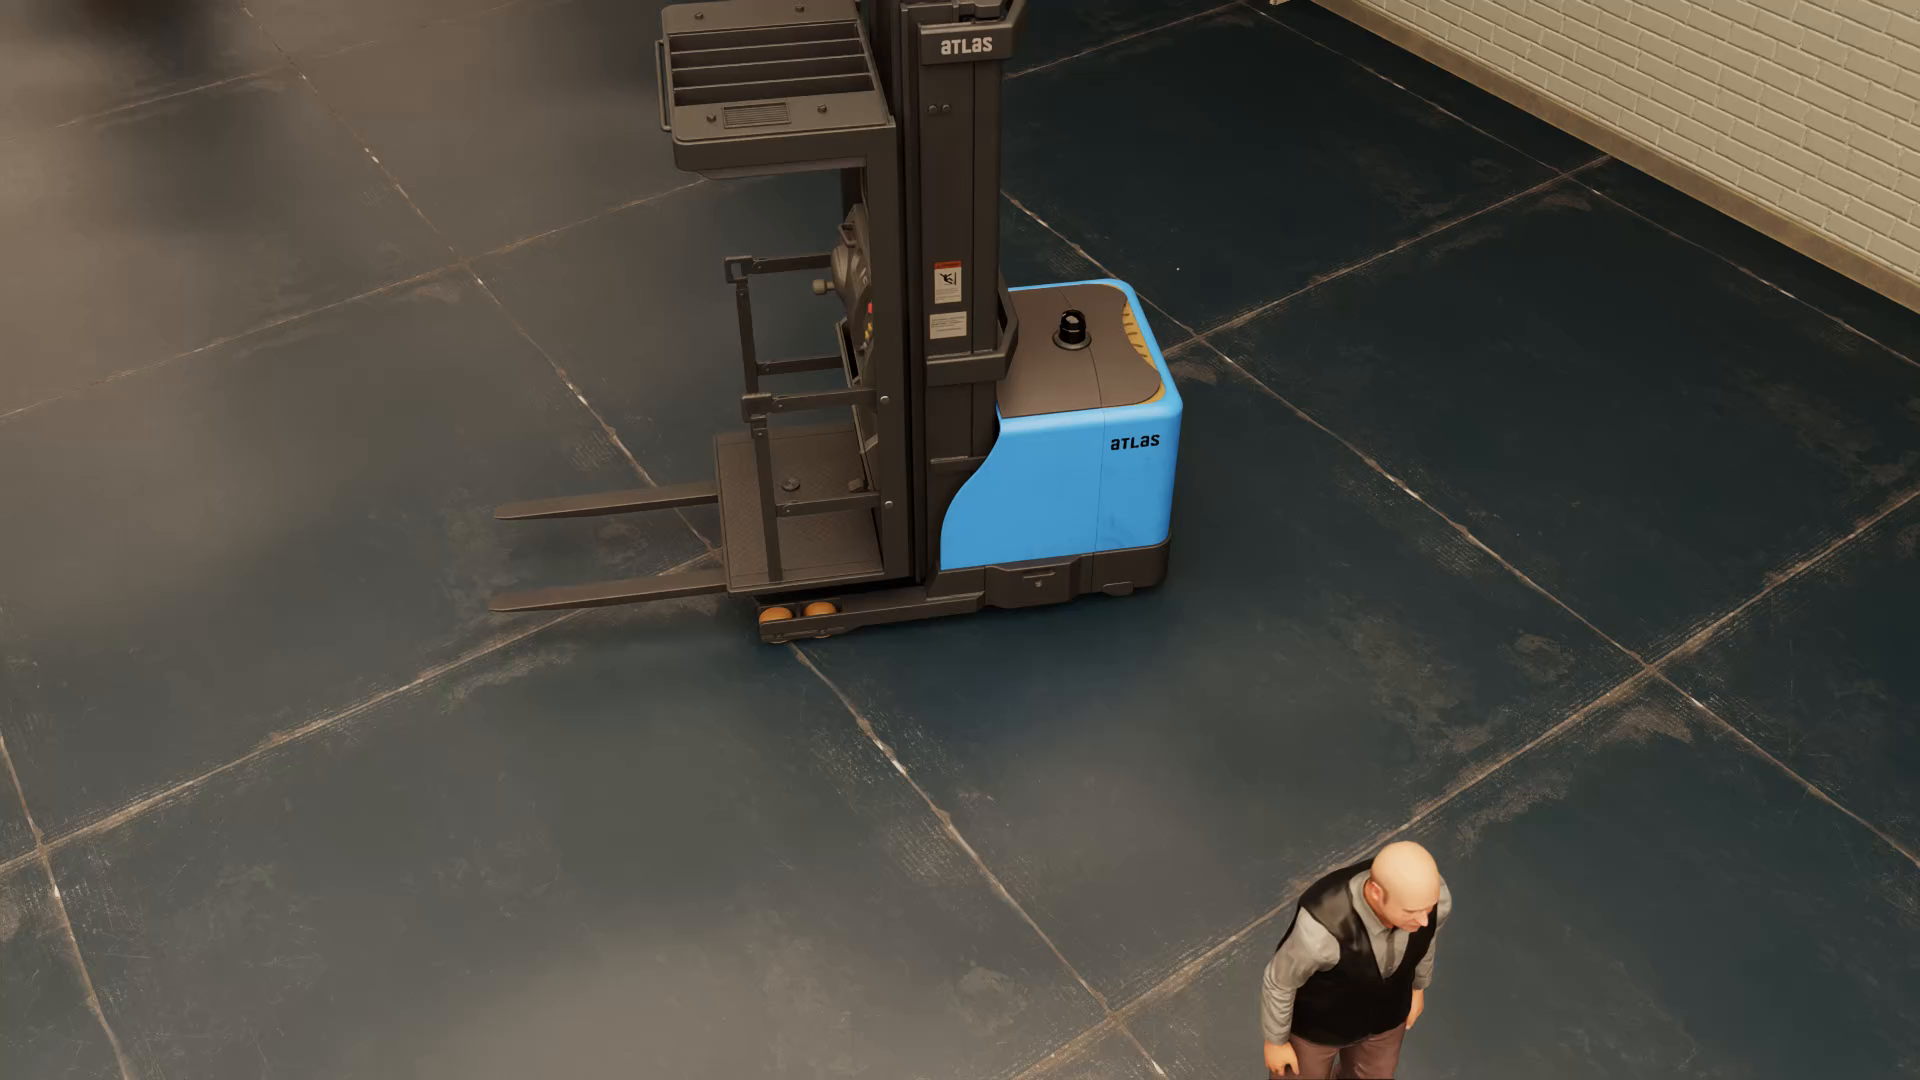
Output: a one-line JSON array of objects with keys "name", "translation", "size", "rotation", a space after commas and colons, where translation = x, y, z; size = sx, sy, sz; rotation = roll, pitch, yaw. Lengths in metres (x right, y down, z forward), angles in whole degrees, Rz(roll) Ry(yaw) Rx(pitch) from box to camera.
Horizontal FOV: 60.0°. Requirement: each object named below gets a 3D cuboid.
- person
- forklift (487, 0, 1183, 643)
[{"name": "person", "translation": [1.161, 1.430, 5.059], "size": [0.580, 1.719, 0.425], "rotation": [-15, 45, -15]}, {"name": "forklift", "translation": [-0.616, -1.007, 6.808], "size": [3.031, 2.935, 1.130], "rotation": [-7, 43, -7]}]
